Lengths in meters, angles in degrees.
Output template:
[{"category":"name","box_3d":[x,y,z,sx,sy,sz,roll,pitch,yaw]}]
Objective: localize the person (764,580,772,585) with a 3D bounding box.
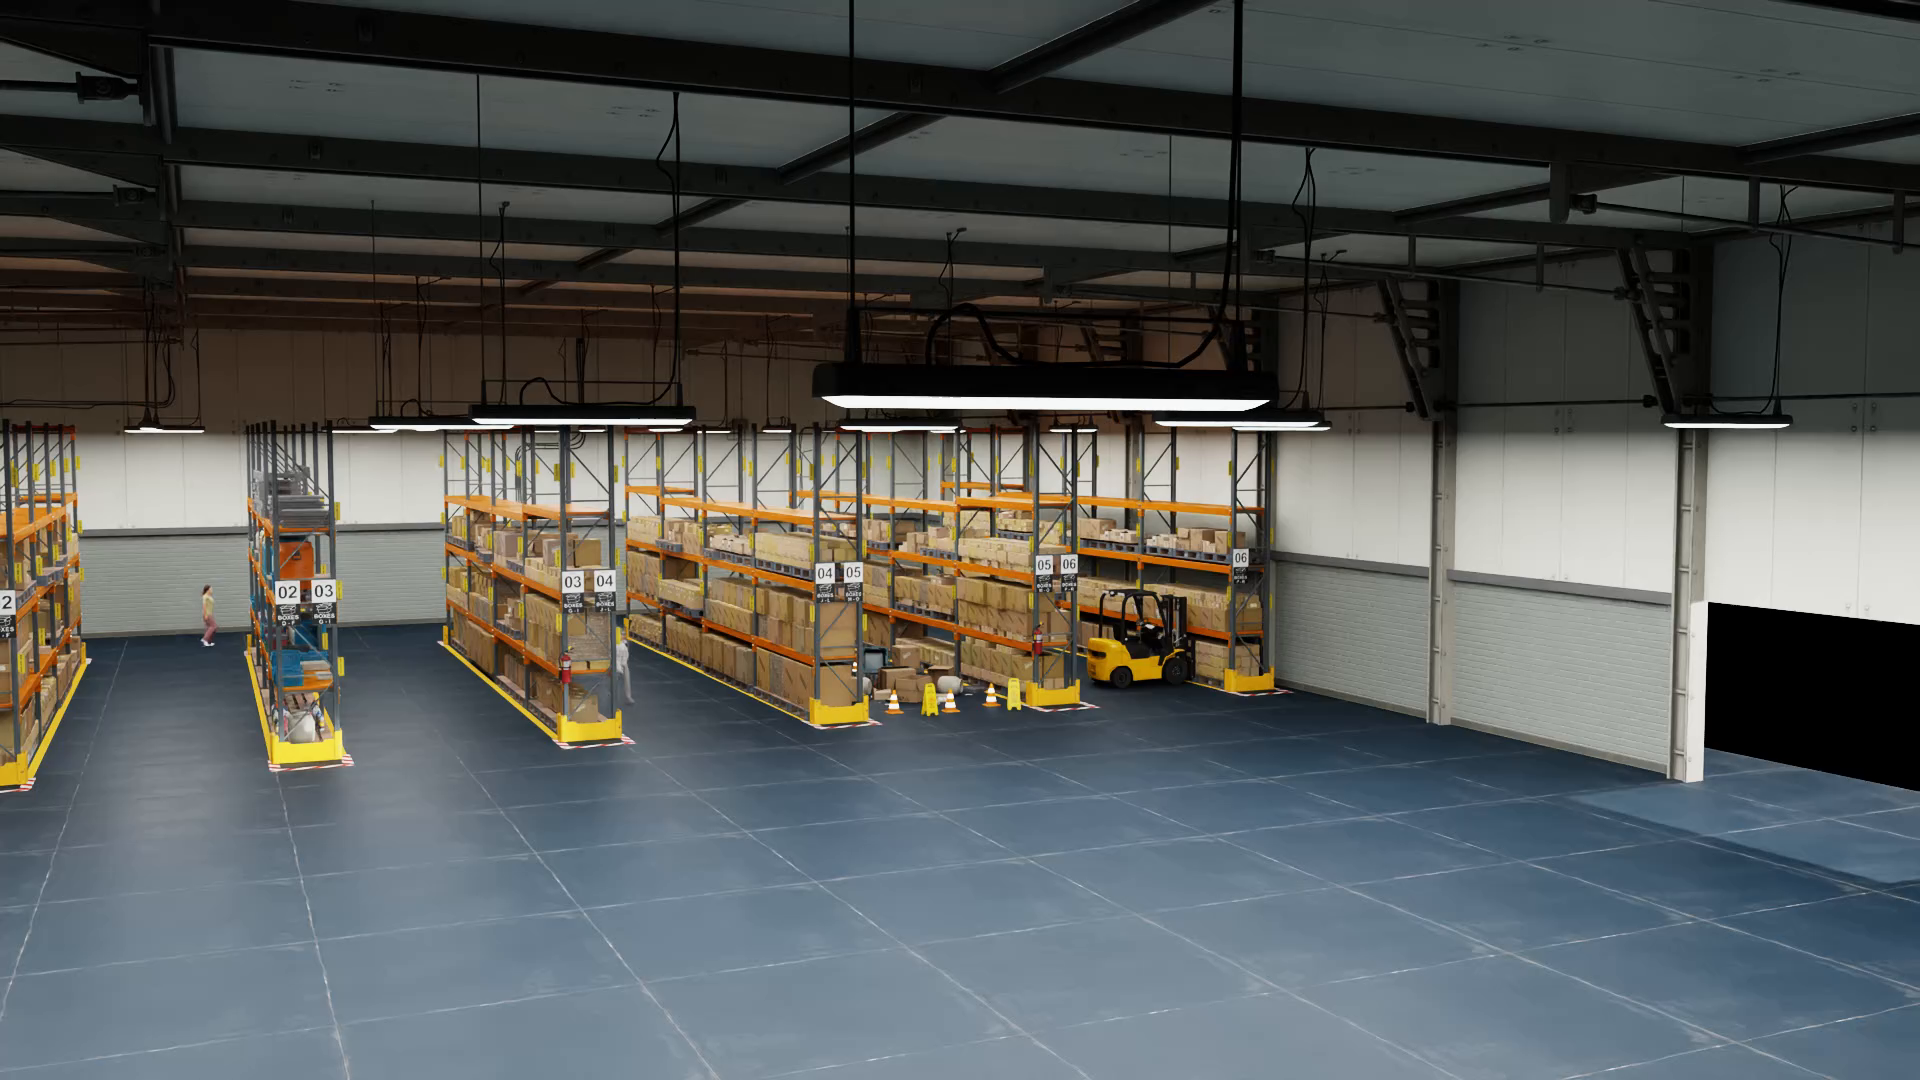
[{"category":"person","box_3d":[-5.470,2.006,47.688,0.373,1.503,0.445,0,4,6]}]

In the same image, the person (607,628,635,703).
[{"category":"person","box_3d":[-7.268,2.682,35.699,0.466,1.582,1.067,-3,5,-38]}]

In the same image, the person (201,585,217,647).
[{"category":"person","box_3d":[-20.392,2.052,45.164,0.411,1.671,0.477,-1,4,-20]}]
